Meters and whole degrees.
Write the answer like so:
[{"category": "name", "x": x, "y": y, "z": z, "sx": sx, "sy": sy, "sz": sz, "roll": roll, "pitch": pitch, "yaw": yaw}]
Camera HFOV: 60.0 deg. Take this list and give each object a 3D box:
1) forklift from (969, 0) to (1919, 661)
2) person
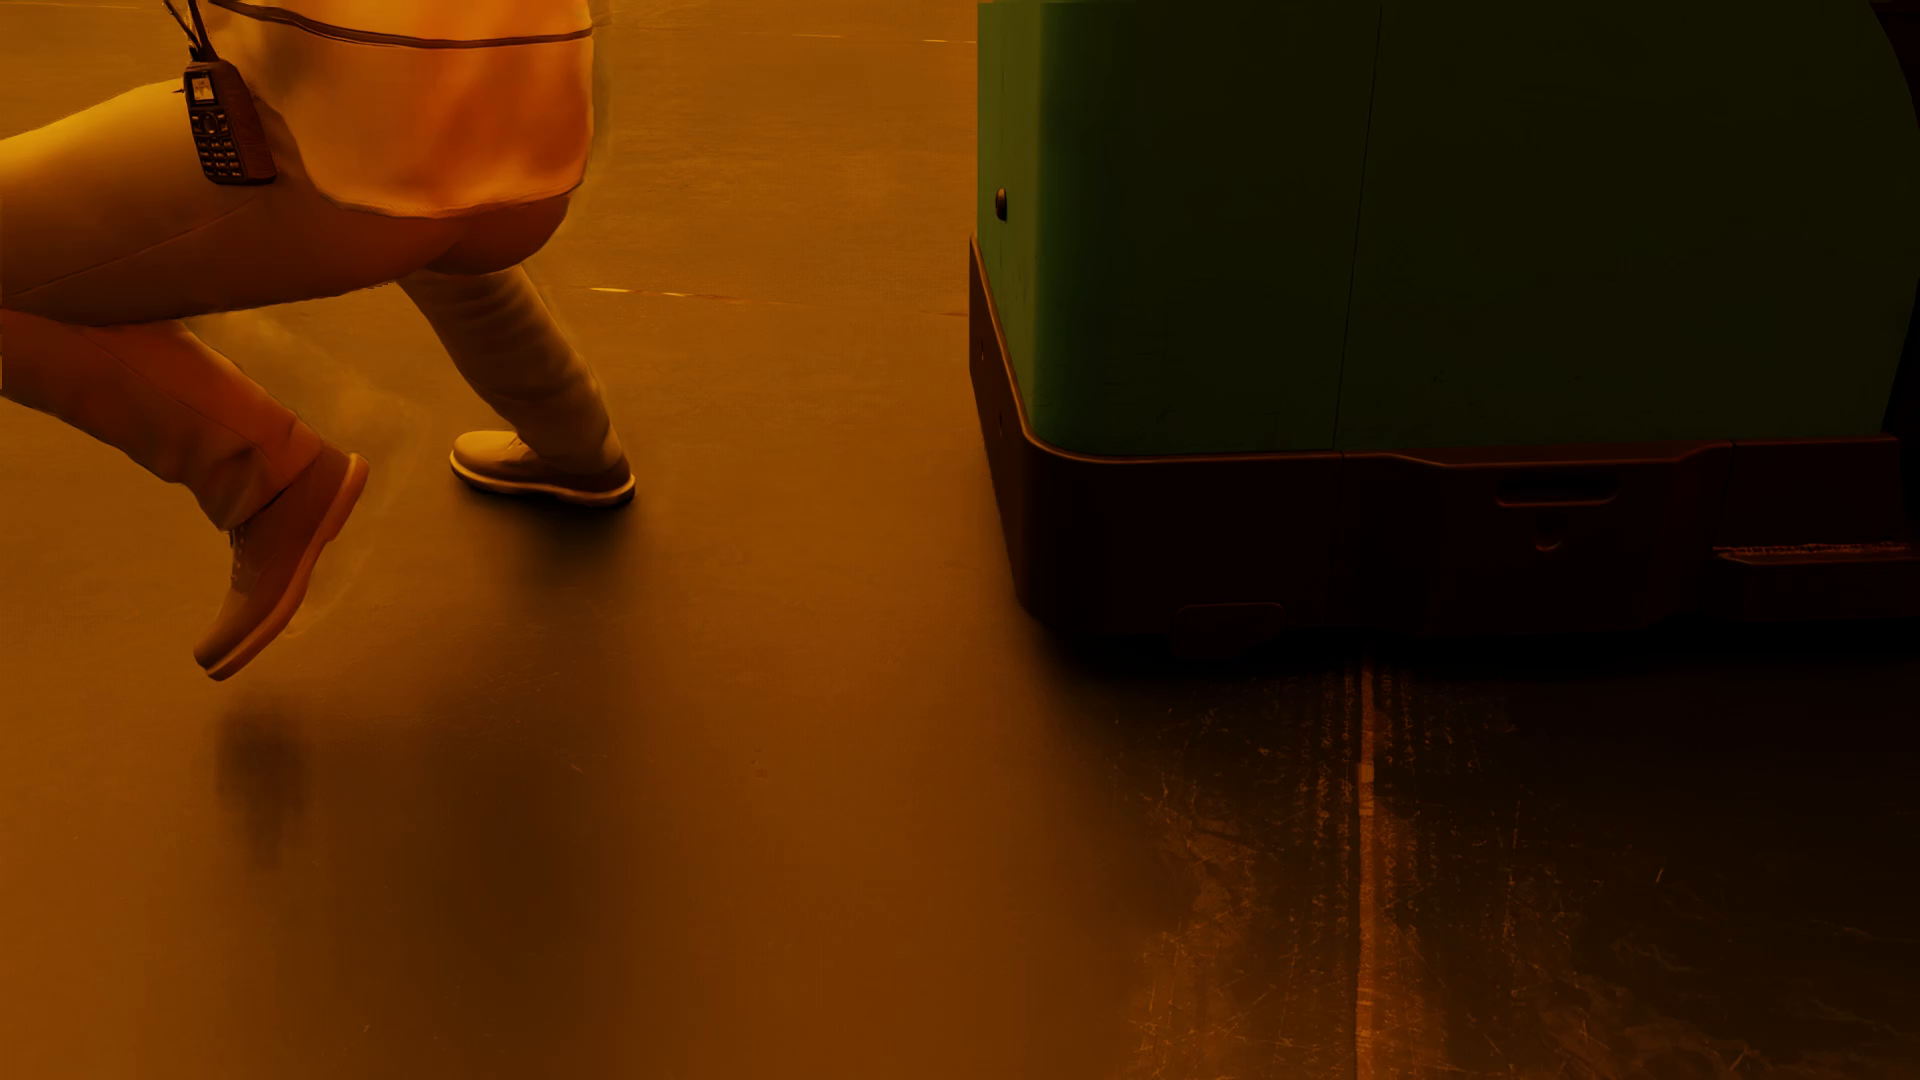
[{"category": "forklift", "x": 1.558, "y": -1.405, "z": 2.031, "sx": 3.031, "sy": 2.935, "sz": 1.130, "roll": -2, "pitch": 27, "yaw": -4}, {"category": "person", "x": -0.810, "y": -0.590, "z": 1.995, "sx": 0.829, "sy": 1.498, "sz": 0.916, "roll": 14, "pitch": 30, "yaw": 26}]
